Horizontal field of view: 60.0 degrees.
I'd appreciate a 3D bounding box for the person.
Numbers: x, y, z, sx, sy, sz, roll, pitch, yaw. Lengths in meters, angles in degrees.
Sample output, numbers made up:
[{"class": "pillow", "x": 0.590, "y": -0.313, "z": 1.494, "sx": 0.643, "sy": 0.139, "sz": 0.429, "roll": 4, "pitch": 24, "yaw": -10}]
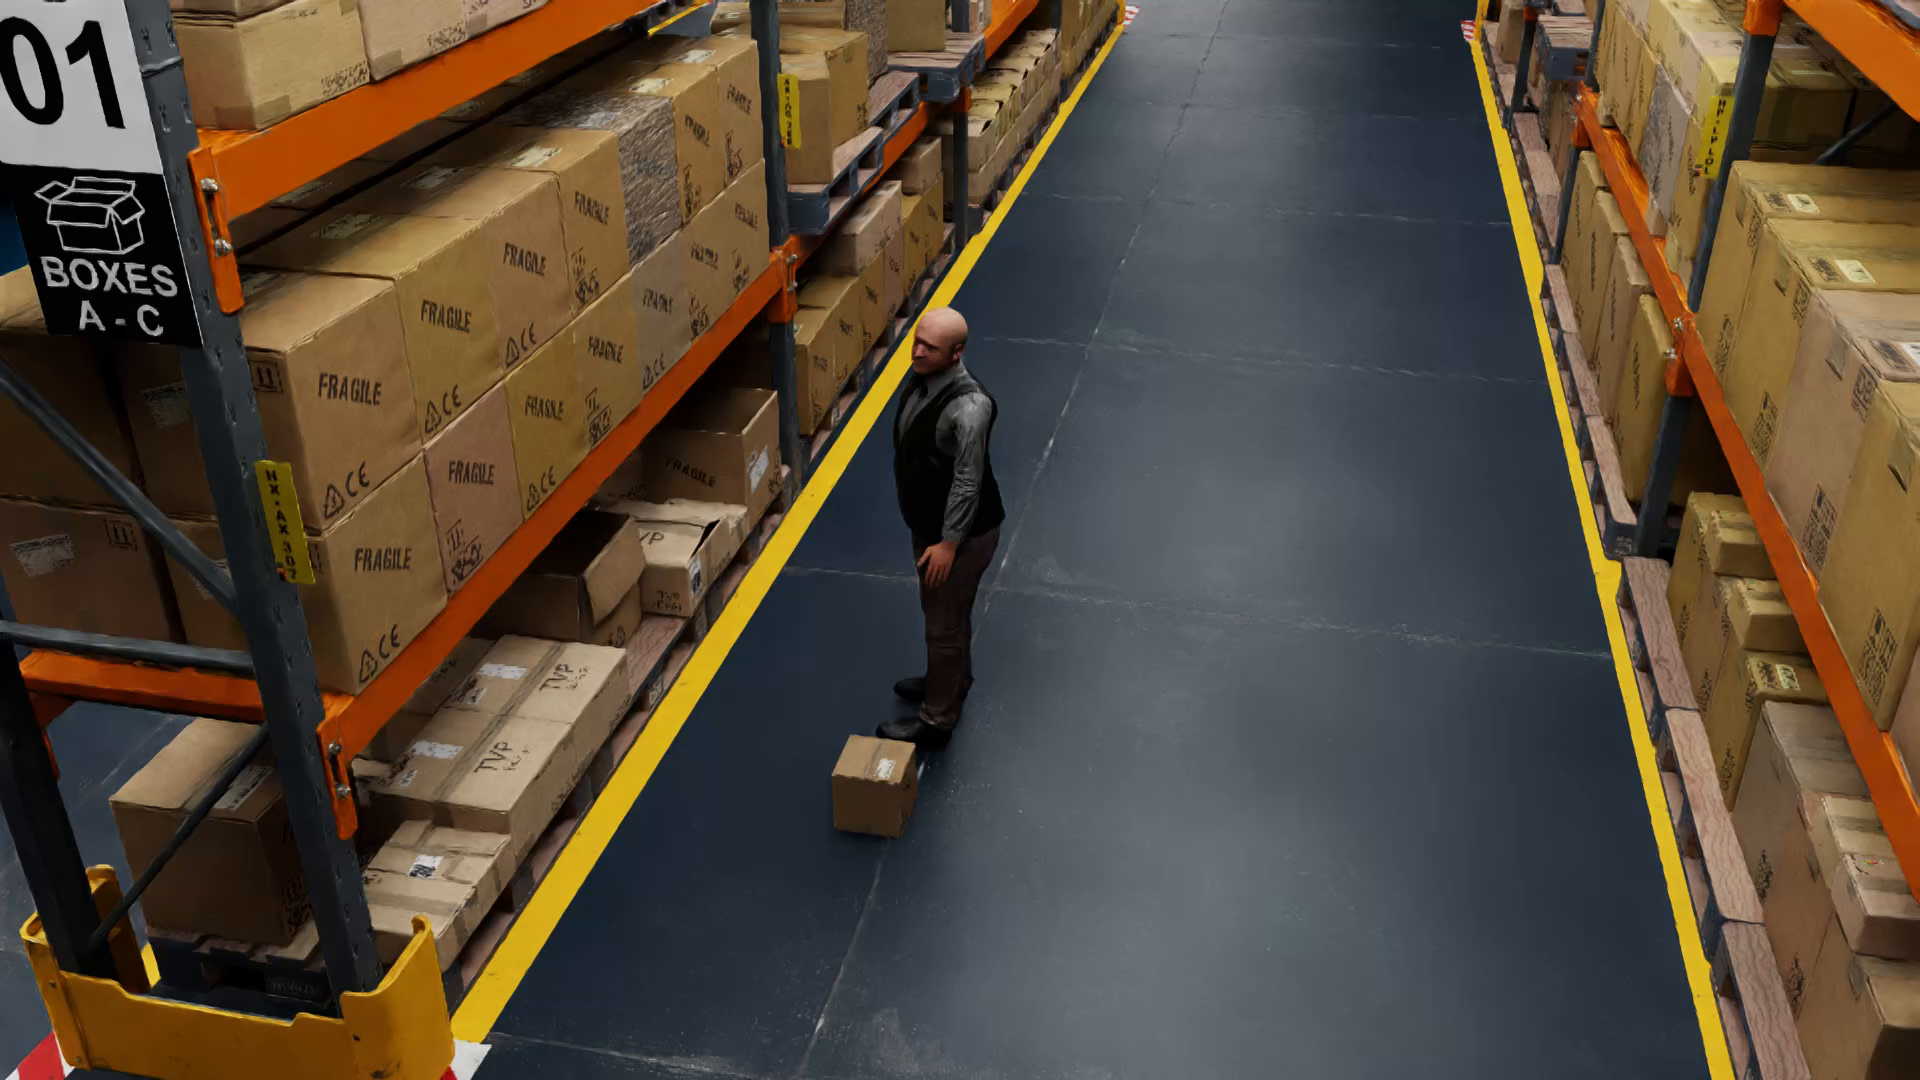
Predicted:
[{"class": "person", "x": -0.129, "y": -0.048, "z": 6.193, "sx": 0.514, "sy": 1.730, "sz": 0.582, "roll": -11, "pitch": 30, "yaw": -19}]
